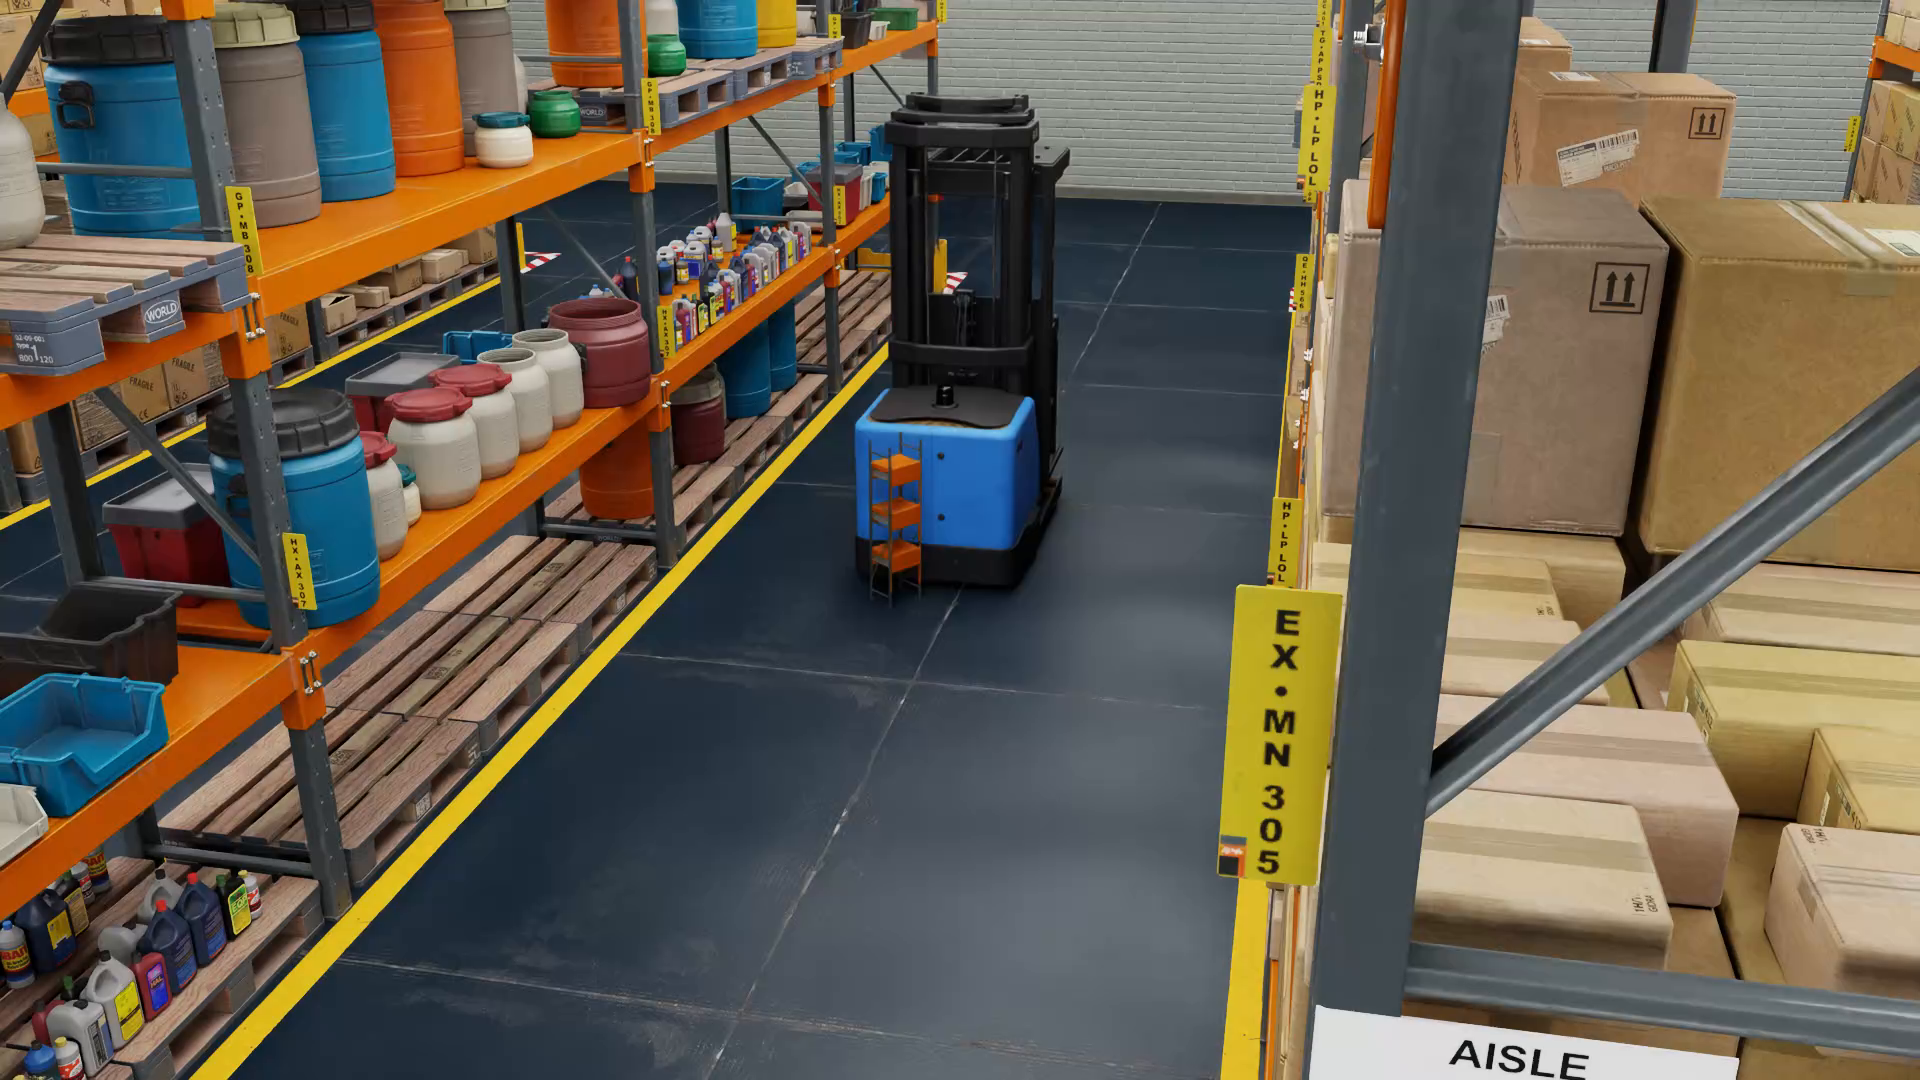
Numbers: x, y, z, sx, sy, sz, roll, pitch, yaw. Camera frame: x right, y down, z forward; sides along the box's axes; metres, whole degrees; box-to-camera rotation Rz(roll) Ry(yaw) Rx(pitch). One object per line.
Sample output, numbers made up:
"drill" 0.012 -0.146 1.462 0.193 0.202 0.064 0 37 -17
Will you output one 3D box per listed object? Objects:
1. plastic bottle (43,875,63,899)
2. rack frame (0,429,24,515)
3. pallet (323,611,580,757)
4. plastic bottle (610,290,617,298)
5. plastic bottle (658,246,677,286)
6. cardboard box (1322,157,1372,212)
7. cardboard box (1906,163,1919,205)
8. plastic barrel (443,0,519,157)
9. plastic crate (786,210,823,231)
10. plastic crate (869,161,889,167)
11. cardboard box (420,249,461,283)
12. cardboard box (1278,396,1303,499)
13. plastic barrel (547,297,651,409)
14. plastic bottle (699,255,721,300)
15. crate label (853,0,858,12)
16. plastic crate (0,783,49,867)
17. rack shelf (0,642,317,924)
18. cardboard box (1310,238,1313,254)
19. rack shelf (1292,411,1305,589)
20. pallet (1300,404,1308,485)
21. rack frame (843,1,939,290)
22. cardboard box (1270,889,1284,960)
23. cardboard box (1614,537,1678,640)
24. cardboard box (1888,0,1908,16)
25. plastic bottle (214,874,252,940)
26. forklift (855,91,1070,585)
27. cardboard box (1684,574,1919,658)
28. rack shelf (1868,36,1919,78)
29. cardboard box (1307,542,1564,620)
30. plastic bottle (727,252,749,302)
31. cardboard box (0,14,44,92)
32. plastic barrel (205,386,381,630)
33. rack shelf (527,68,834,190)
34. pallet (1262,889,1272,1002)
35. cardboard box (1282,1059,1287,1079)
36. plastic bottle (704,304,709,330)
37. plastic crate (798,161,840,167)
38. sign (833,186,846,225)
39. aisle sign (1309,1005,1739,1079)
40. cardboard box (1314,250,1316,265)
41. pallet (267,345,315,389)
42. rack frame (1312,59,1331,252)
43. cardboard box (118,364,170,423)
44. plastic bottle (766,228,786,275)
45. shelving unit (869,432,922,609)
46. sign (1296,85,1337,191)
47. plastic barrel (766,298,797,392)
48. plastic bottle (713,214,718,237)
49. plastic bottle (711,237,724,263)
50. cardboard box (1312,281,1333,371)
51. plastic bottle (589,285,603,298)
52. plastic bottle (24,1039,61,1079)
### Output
"plastic bottle" -3.712 1.472 6.740 0.152 0.276 0.135 5 23 13
"rack frame" -7.211 -1.633 11.392 1.000 3.000 0.127 4 22 11
"pallet" -2.810 0.765 9.171 1.003 0.211 1.213 4 22 11
"plastic bottle" -2.470 -1.716 11.866 0.097 0.201 0.097 0 22 0
"plastic bottle" -2.250 -2.095 12.707 0.152 0.276 0.135 4 22 11
"cardboard box" 1.940 -1.669 7.668 0.500 0.250 0.500 5 22 12
"cardboard box" 8.297 -2.865 13.921 0.500 0.500 0.500 4 22 10
"plastic barrel" -2.743 -2.594 9.092 0.600 0.901 0.600 0 22 0
"plastic crate" -1.312 -2.781 14.517 0.396 0.136 0.243 4 22 11
"plastic crate" -0.720 -3.773 16.979 0.396 0.136 0.243 4 22 11
"cardboard box" -5.672 -2.924 17.691 0.500 0.250 0.500 4 22 11
"cardboard box" 2.647 -0.336 10.455 1.225 0.875 0.875 3 22 8
"plastic barrel" -2.161 -1.124 9.947 0.600 0.536 0.708 4 22 11
"plastic bottle" -1.815 -1.892 12.102 0.144 0.351 0.185 4 22 11
"crate label" -1.235 -5.189 16.406 0.408 0.251 0.502 4 22 11
"plastic crate" -3.263 0.945 5.345 0.530 0.136 0.437 4 22 11
"rack shelf" -3.587 1.274 5.137 1.077 0.370 4.000 4 22 11
"cardboard box" 3.044 -2.359 13.532 0.380 0.149 0.250 5 22 11
"rack shelf" 2.078 0.189 7.832 1.077 0.370 4.000 4 22 11
"pallet" 2.445 -0.518 8.882 1.213 0.211 1.003 4 22 11
"rack frame" -0.730 -4.179 17.716 1.000 3.000 0.127 4 22 11
"cardboard box" 1.111 1.124 4.885 0.380 0.149 0.250 4 22 11
"cardboard box" 1.409 0.201 3.024 0.500 0.250 0.500 4 22 11
"cardboard box" 8.607 -4.796 14.763 0.500 0.250 0.500 5 22 12
"plastic bottle" -2.954 1.466 6.745 0.061 0.283 0.133 6 23 14
"forklift" 0.128 -1.593 11.386 1.130 2.935 3.031 4 22 11
"cardboard box" 1.340 0.177 2.552 0.380 0.149 0.250 5 23 13
"rack shelf" 8.545 -3.713 13.505 1.077 0.370 4.000 4 22 11
"cardboard box" 0.749 0.129 2.669 0.380 0.149 0.250 5 22 11
"plastic bottle" -1.639 -1.930 12.196 0.144 0.351 0.185 4 22 11
"cardboard box" -7.051 -3.419 11.679 0.910 0.500 0.500 4 22 11
"plastic barrel" -2.804 -0.141 7.019 0.600 0.901 0.708 4 22 11
"rack shelf" -1.955 -3.043 11.841 1.077 0.370 4.000 4 22 11
"pallet" 1.827 1.596 7.109 1.003 0.211 1.213 4 22 11
"cardboard box" 0.724 1.182 2.534 0.500 0.500 0.500 4 22 11
"plastic bottle" -1.786 -1.553 11.461 0.097 0.201 0.097 0 22 0
"plastic crate" -1.372 -3.583 16.378 0.416 0.233 0.300 4 22 11
"sign" -1.009 -2.802 13.926 0.100 0.325 0.005 4 22 11
"aisle sign" 0.547 0.844 1.764 0.394 0.787 0.004 4 22 11
"cardboard box" 2.659 -1.680 11.376 0.500 0.500 0.500 5 22 12
"pallet" -6.524 -1.502 14.799 1.003 0.211 1.213 4 22 11
"rack frame" 3.302 -2.339 13.146 1.000 3.000 0.127 4 22 11
"cardboard box" -6.630 -1.197 13.067 0.500 0.500 0.500 4 22 10
"plastic bottle" -1.452 -2.265 13.028 0.144 0.351 0.185 4 22 11
"shelving unit" -0.398 -0.119 10.237 0.252 1.050 0.215 -18 29 -39
"sign" 1.126 -1.268 5.252 0.100 0.325 0.005 4 22 11
"plastic barrel" -1.674 -1.740 13.906 0.600 0.901 0.708 4 22 11
"plastic bottle" -2.039 -2.561 13.853 0.061 0.283 0.133 4 22 11
"plastic bottle" -1.963 -2.348 13.433 0.097 0.201 0.097 0 22 0
"cardboard box" 1.327 -0.590 4.989 0.500 0.250 0.500 4 22 9
"plastic bottle" -2.530 -1.642 11.588 0.097 0.271 0.097 0 22 0
"plastic bottle" -3.189 1.858 5.787 0.097 0.271 0.097 0 22 0
